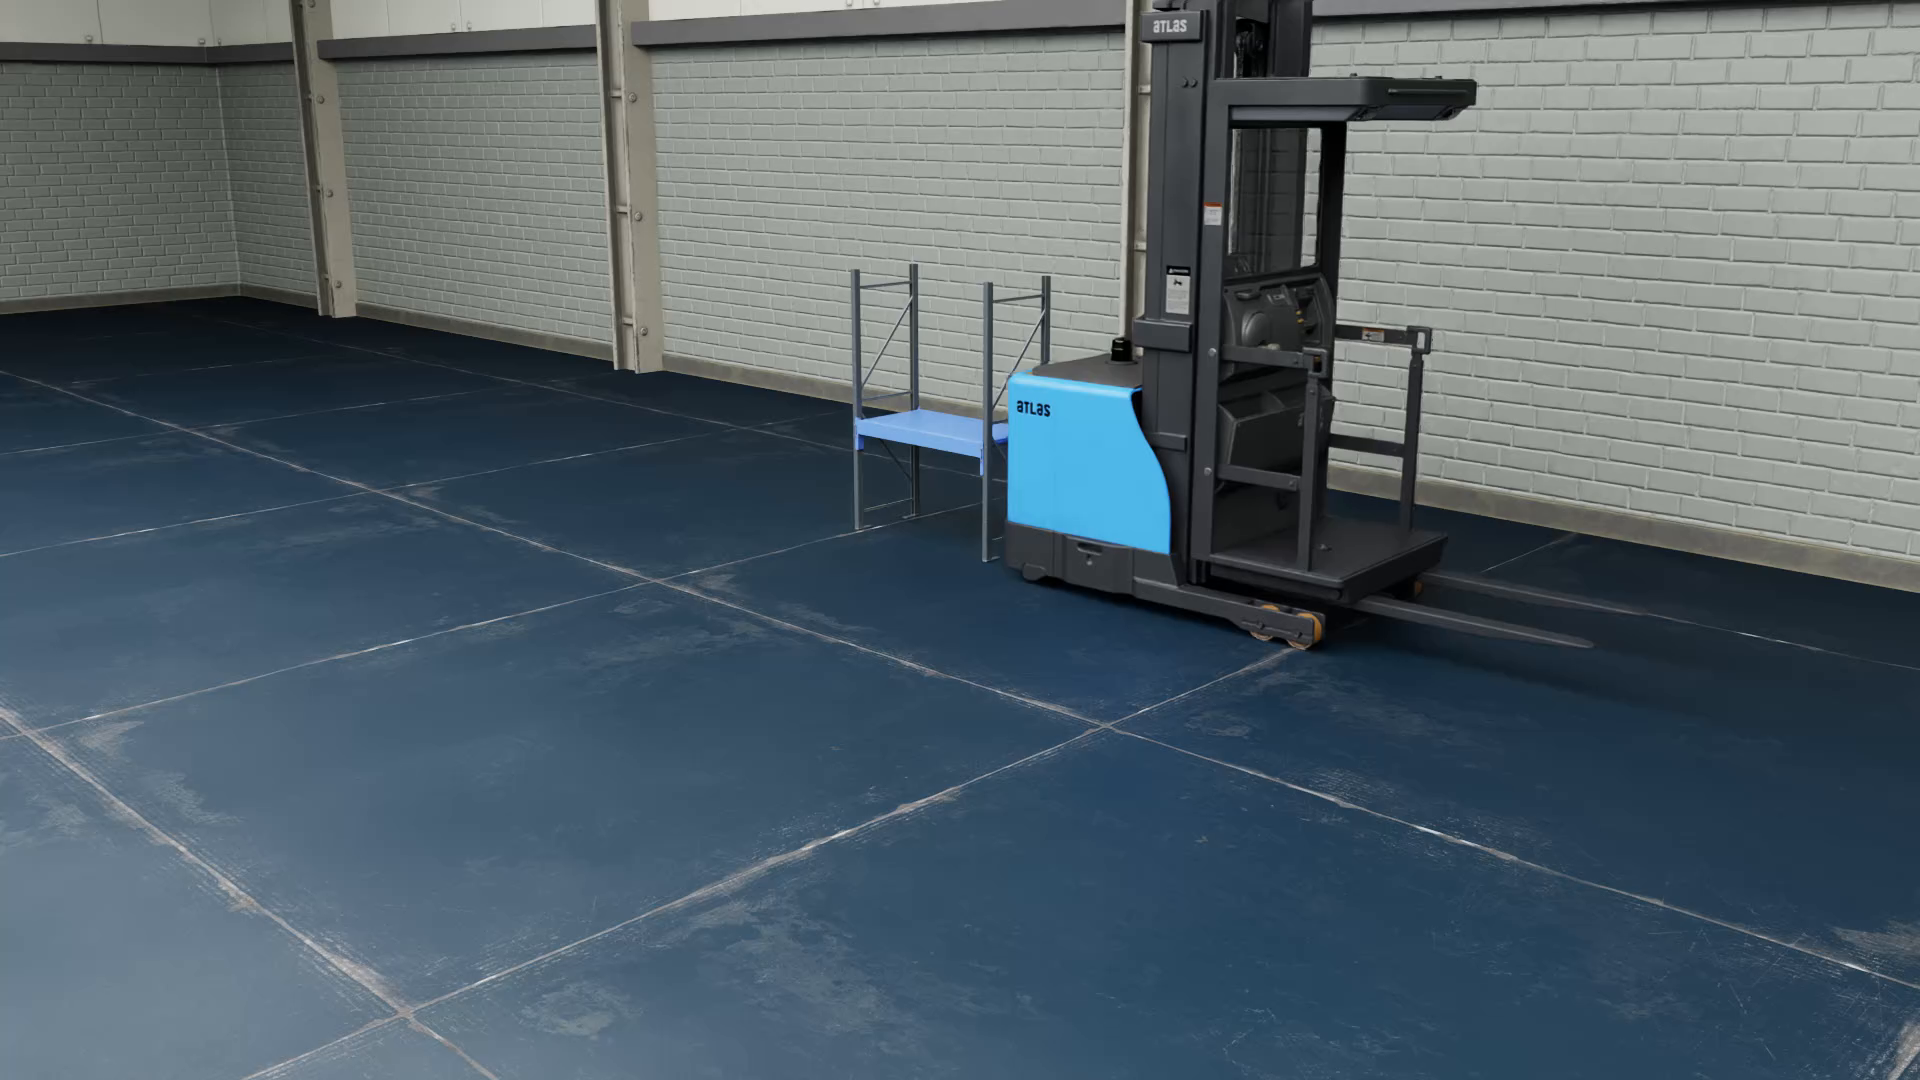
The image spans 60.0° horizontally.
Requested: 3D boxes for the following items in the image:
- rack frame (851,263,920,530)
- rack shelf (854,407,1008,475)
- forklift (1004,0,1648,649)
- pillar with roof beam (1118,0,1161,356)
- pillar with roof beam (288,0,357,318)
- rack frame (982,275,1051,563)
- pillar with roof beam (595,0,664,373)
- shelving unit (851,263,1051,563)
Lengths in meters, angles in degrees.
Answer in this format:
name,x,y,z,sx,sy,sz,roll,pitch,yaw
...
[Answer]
name,x,y,z,sx,sy,sz,roll,pitch,yaw
rack frame,-0.427,-0.830,9.642,0.032,1.500,0.500,14,20,42
rack shelf,-0.061,-0.567,9.346,1.000,0.185,0.538,14,20,42
forklift,1.672,-1.072,7.733,3.031,2.935,1.130,12,19,39
pillar with roof beam,-1.666,-4.119,7.393,0.400,9.000,9.100,14,20,42
pillar with roof beam,-10.304,-6.219,15.453,0.400,9.000,9.100,14,20,42
rack frame,0.305,-0.652,8.959,0.032,1.500,0.500,14,20,42
pillar with roof beam,-5.985,-5.169,11.423,0.400,9.000,9.100,14,20,42
shelving unit,-0.061,-0.741,9.300,1.048,1.500,0.538,14,20,42
